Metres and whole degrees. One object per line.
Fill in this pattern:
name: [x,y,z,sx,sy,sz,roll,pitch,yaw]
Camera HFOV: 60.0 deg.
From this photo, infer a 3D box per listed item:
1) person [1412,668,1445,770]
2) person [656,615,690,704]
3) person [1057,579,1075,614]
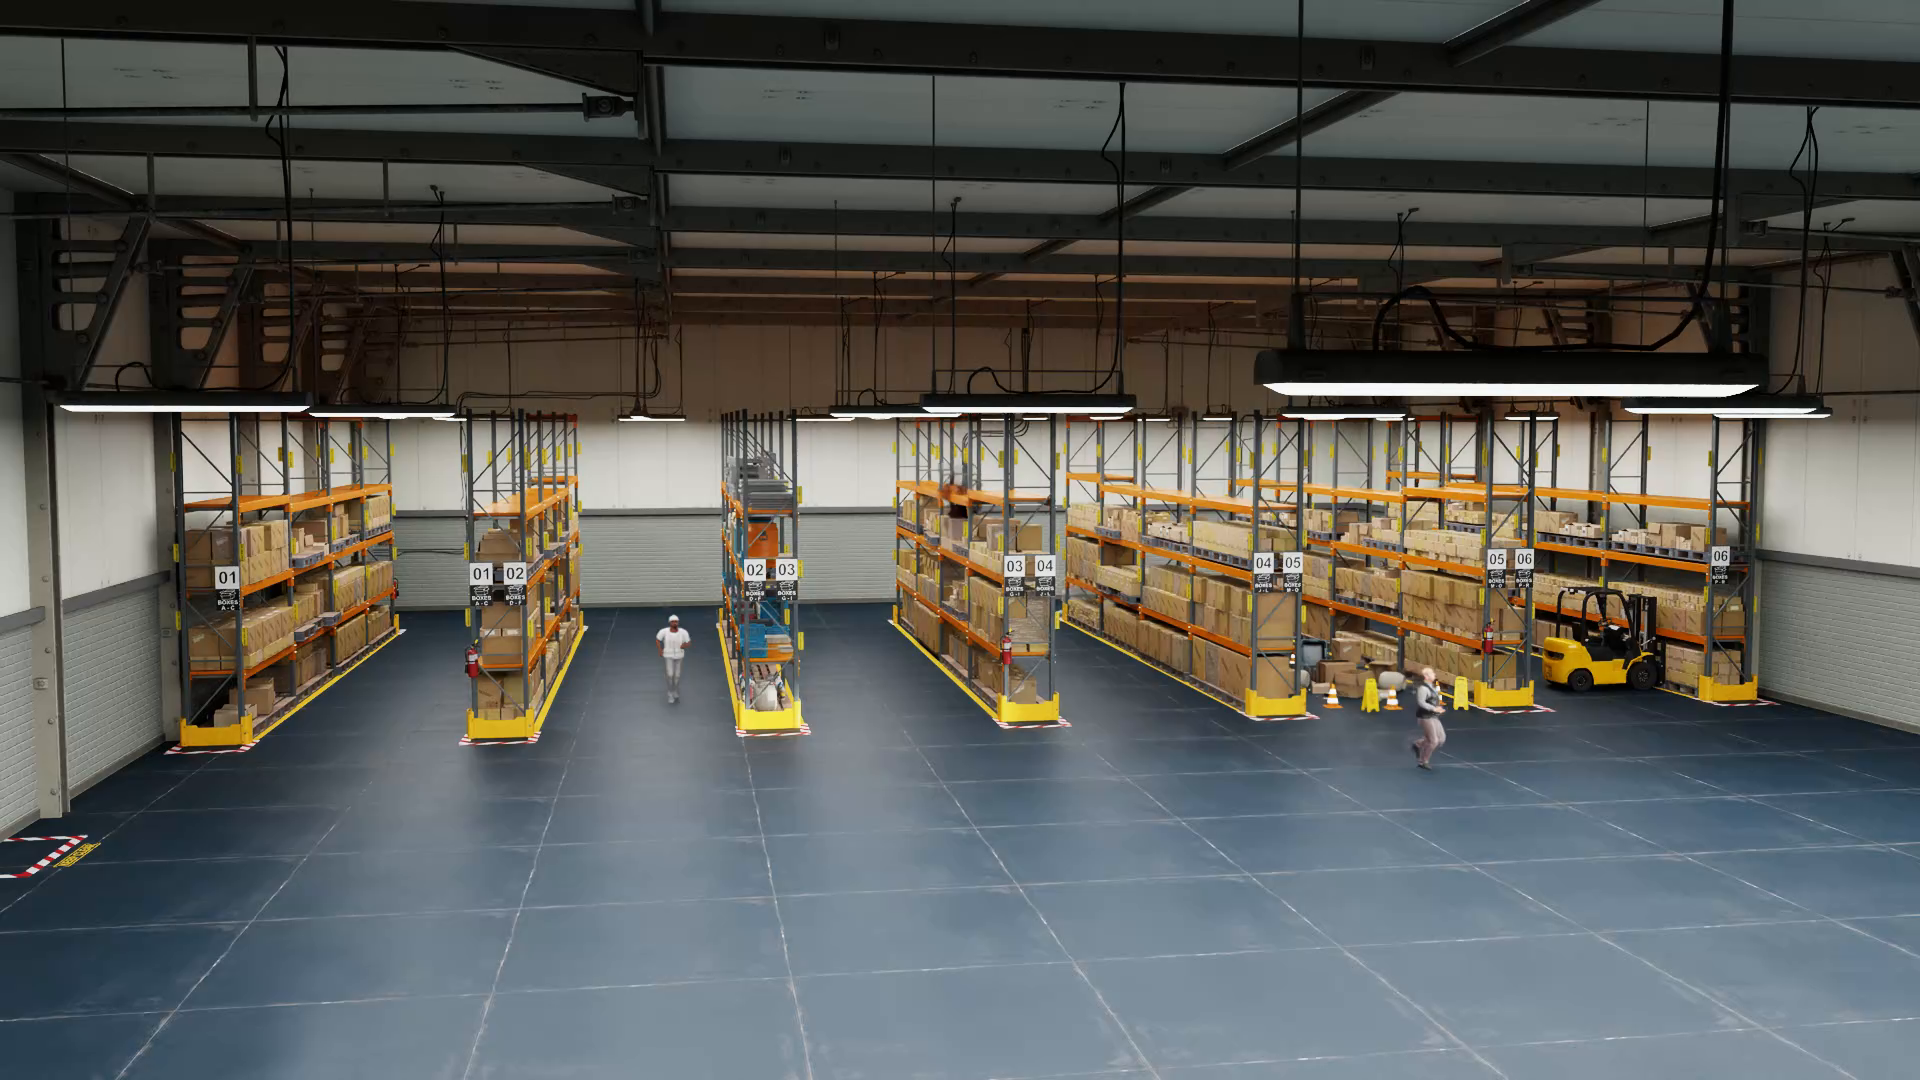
person: [7.777,2.960,27.587,0.591,1.687,0.698,2,5,31]
person: [-5.901,2.455,34.312,0.682,1.828,0.702,-1,4,-18]
person: [3.325,1.402,49.891,0.755,1.681,0.851,0,4,-6]
